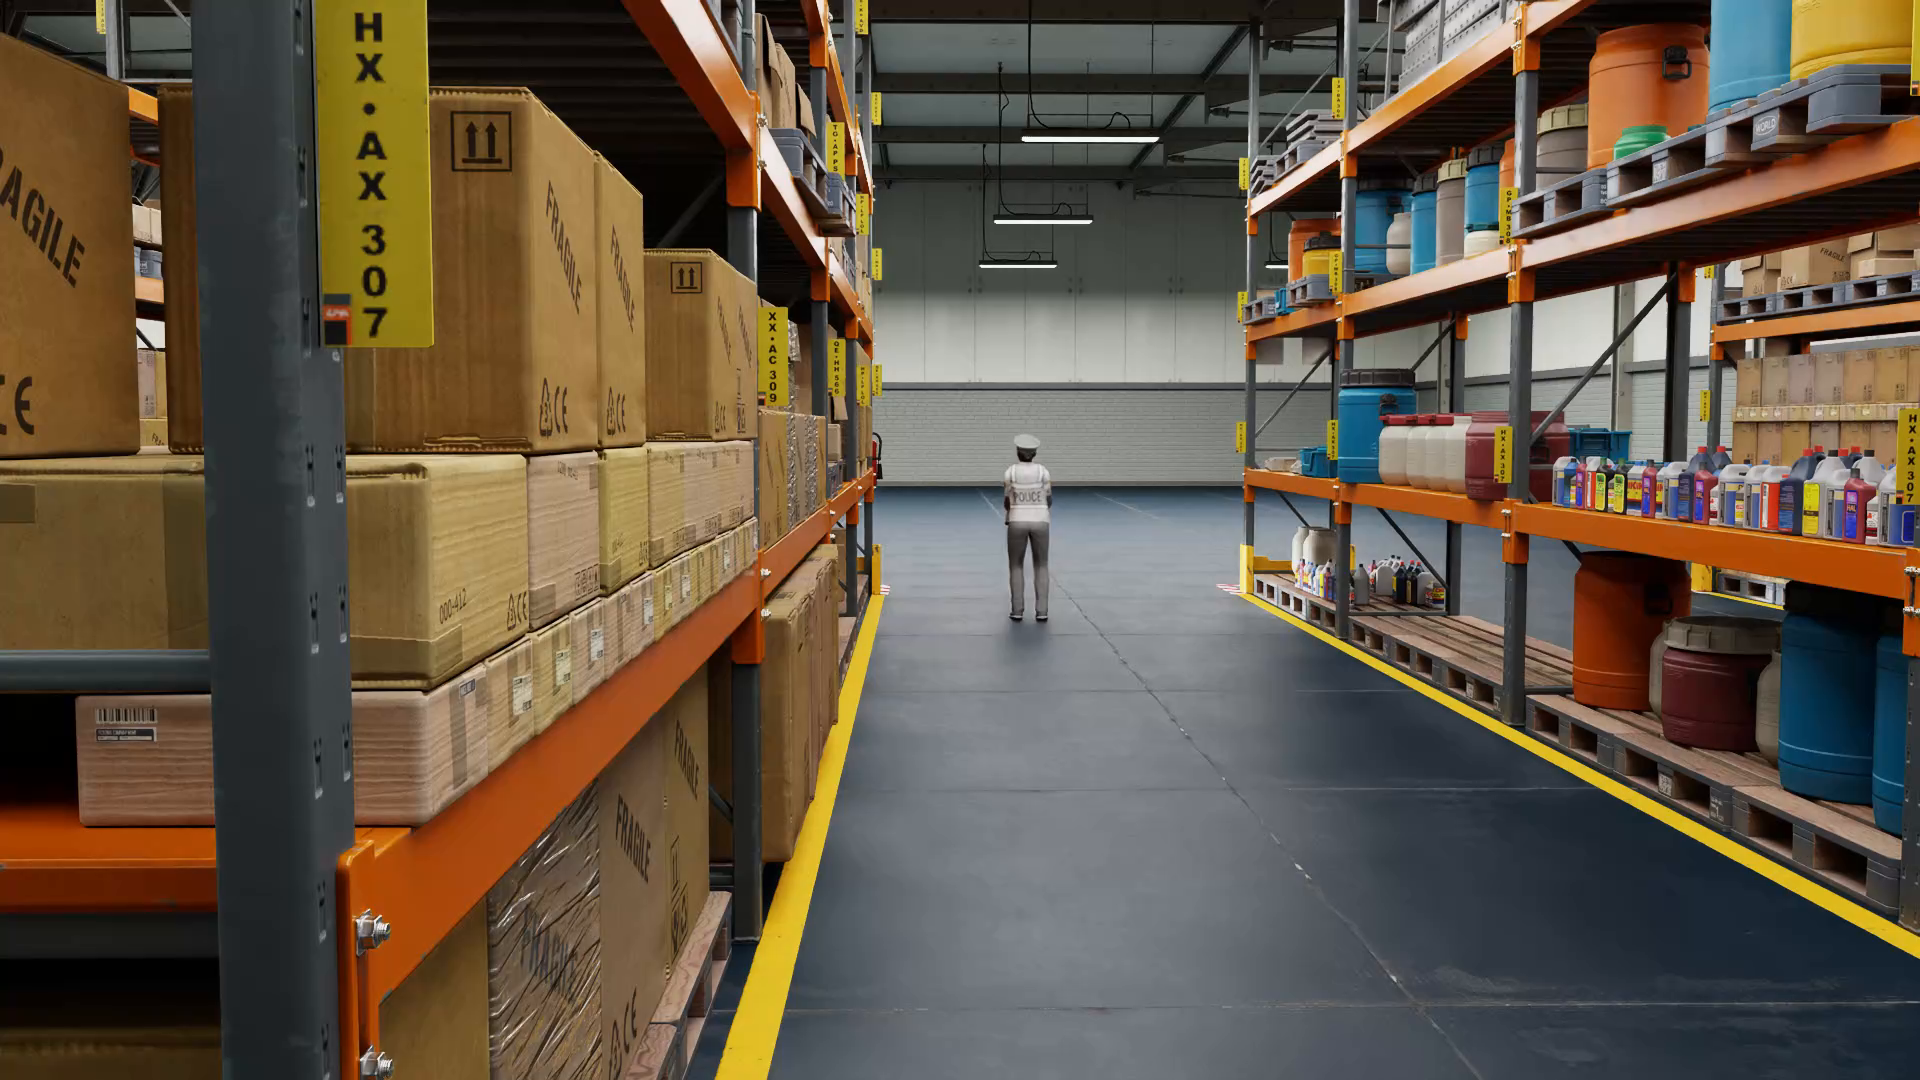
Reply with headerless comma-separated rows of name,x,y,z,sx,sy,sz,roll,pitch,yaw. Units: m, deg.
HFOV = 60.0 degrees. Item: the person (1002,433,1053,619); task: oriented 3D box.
person,0.611,-0.127,15.139,0.460,1.692,0.515,0,4,-2
